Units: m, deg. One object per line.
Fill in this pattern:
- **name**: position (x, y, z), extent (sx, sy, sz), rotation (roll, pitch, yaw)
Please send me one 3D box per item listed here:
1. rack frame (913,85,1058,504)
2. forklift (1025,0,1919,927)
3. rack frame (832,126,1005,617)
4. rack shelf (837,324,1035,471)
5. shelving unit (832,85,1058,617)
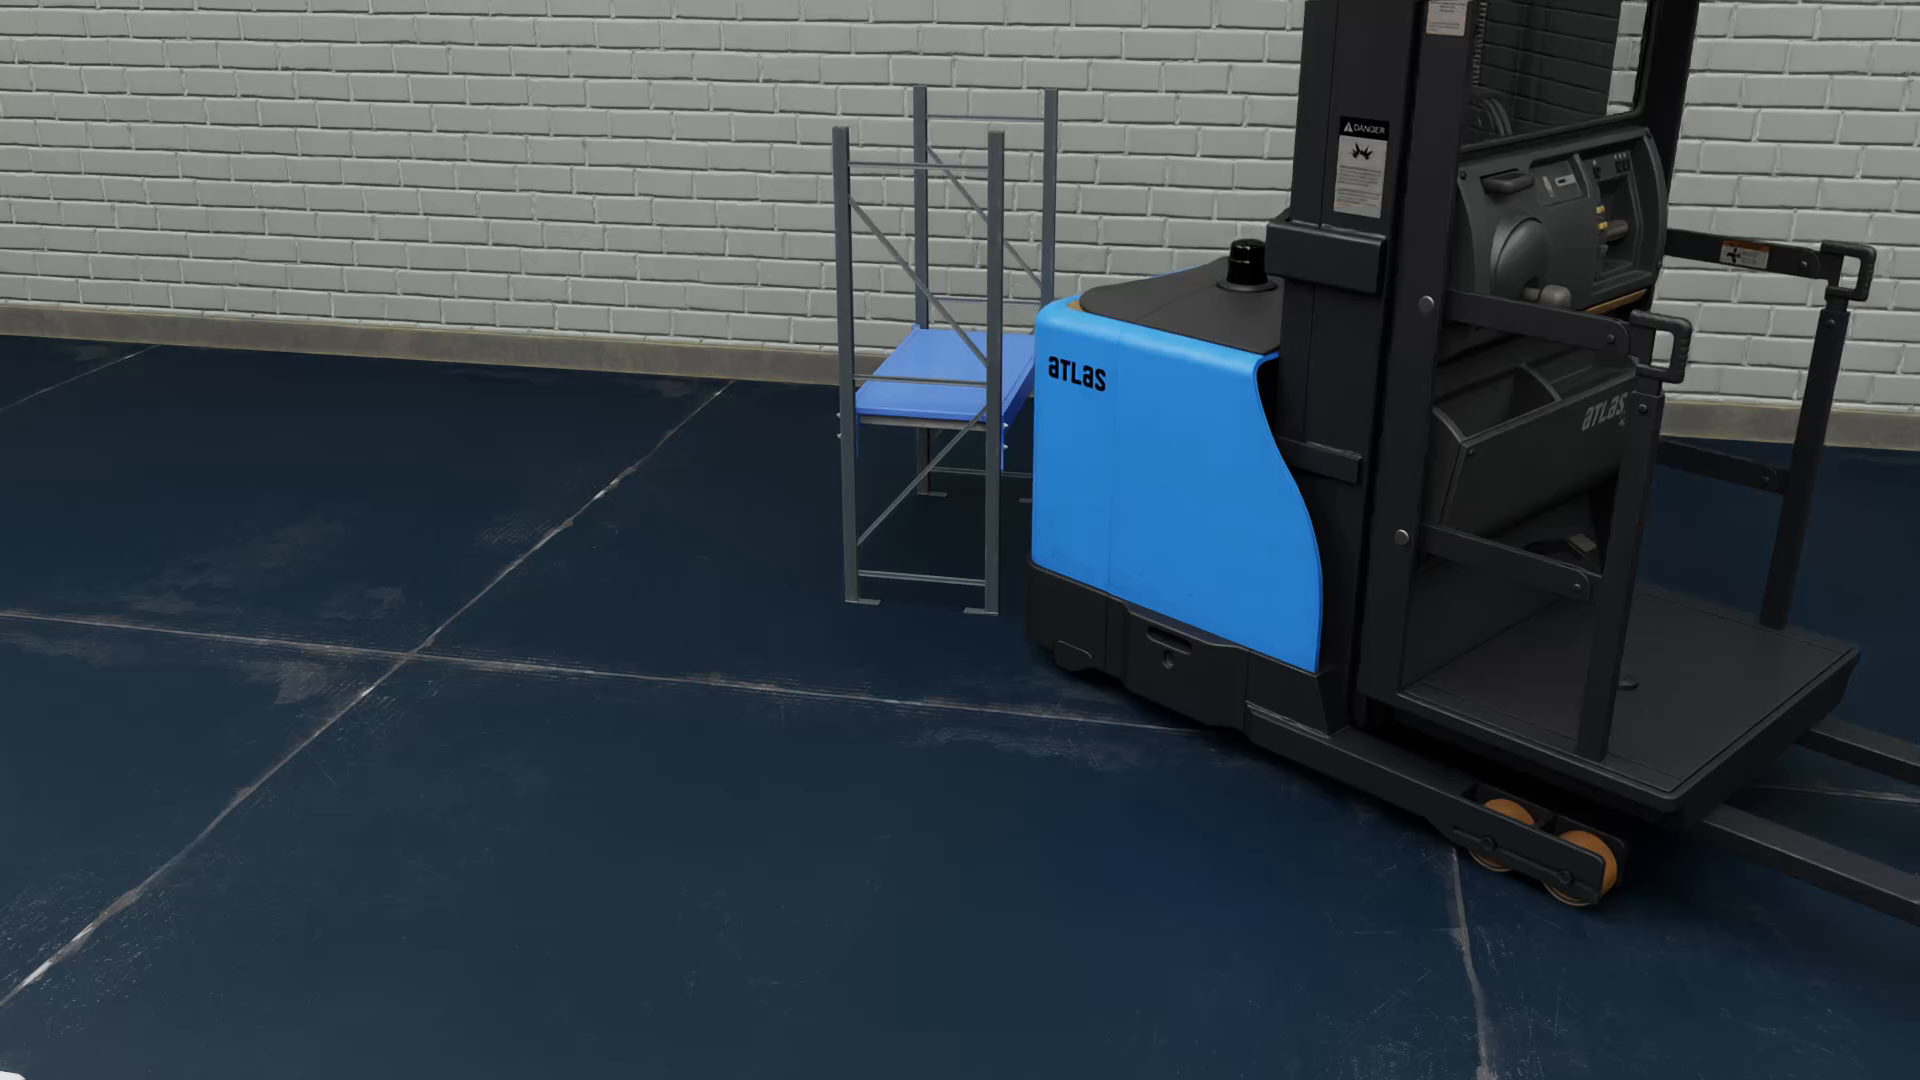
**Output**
- **rack frame**: position (0.086, -0.850, 5.958), extent (0.500, 1.500, 0.032), rotation (4, 22, 11)
- **forklift**: position (1.575, -0.744, 3.778), extent (1.130, 2.935, 3.031), rotation (-20, 29, -40)
- **rack frame**: position (-0.121, -0.479, 5.034), extent (0.500, 1.500, 0.032), rotation (4, 22, 11)
- **rack shelf**: position (-0.017, -0.498, 5.563), extent (0.538, 0.185, 1.000), rotation (4, 22, 11)
- **shelving unit**: position (-0.017, -0.664, 5.496), extent (0.538, 1.500, 1.048), rotation (4, 22, 11)
